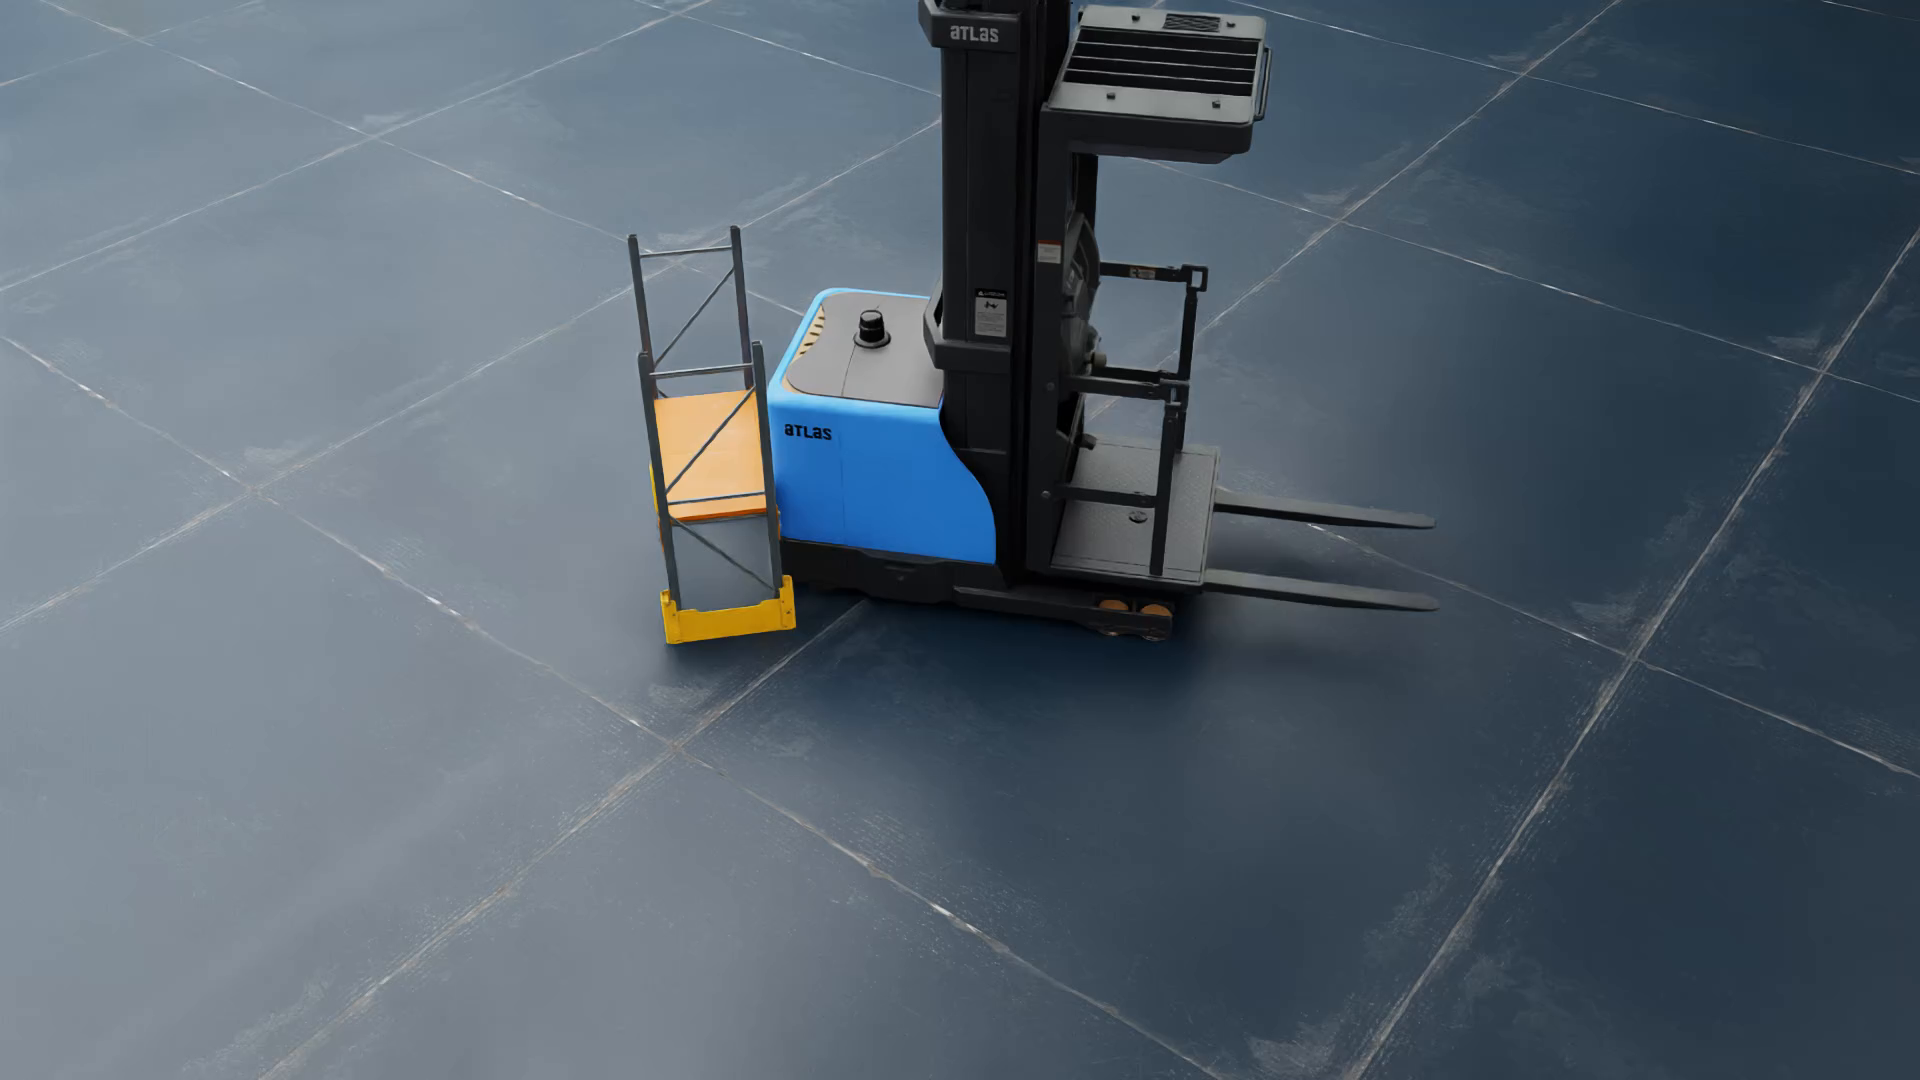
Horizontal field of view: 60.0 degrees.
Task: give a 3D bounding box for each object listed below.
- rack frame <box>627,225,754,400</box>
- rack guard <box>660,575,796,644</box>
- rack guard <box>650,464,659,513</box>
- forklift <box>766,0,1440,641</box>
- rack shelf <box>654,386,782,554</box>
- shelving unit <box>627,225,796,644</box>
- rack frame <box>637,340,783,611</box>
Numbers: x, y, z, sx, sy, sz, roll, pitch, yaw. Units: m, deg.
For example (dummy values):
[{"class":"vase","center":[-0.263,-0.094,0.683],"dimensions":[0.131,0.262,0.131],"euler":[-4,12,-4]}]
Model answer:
[{"class":"rack frame","center":[-1.237,-0.792,7.906],"dimensions":[0.500,1.500,0.032],"euler":[-7,39,-9]},{"class":"rack guard","center":[-1.042,0.314,7.506],"dimensions":[0.587,0.250,0.087],"euler":[-7,39,-9]},{"class":"rack guard","center":[-1.234,-0.288,8.276],"dimensions":[0.587,0.250,0.087],"euler":[-7,39,-9]},{"class":"forklift","center":[0.701,-1.055,7.080],"dimensions":[3.031,2.935,1.130],"euler":[7,39,9]},{"class":"rack shelf","center":[-1.140,-0.343,7.624],"dimensions":[0.538,0.185,1.000],"euler":[-7,39,-9]},{"class":"shelving unit","center":[-1.138,-0.479,7.506],"dimensions":[0.587,1.500,1.083],"euler":[-7,39,-9]},{"class":"rack frame","center":[-1.042,-0.177,7.120],"dimensions":[0.500,1.500,0.032],"euler":[-7,39,-9]}]
